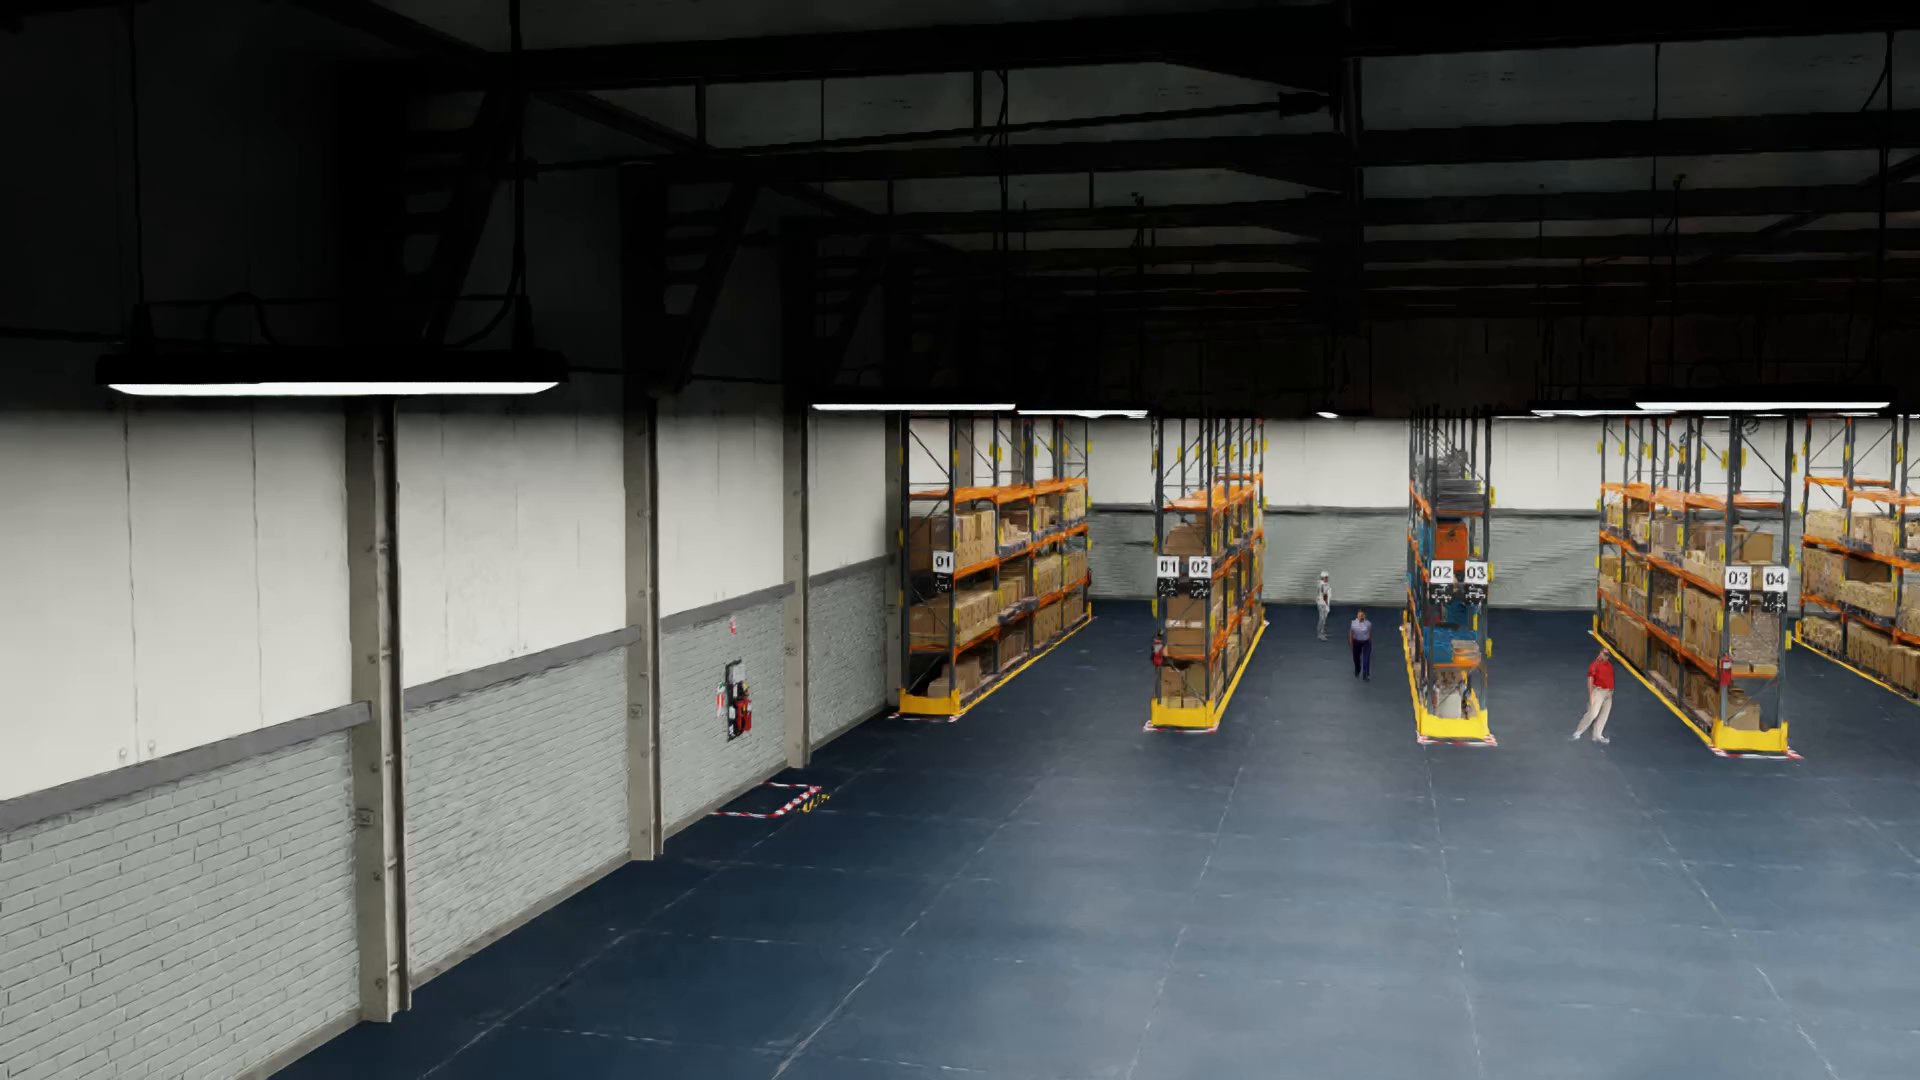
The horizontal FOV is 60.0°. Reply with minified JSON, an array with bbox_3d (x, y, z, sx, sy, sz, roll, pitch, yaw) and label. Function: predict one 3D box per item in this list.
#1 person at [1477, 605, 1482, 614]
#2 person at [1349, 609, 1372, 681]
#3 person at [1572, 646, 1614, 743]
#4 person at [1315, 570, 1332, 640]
[{"bbox_3d":[15.307,1.393,49.284,0.625,1.611,0.582,1,4,11],"label":"person"},{"bbox_3d":[8.848,2.291,36.745,0.479,1.567,1.080,1,4,16],"label":"person"},{"bbox_3d":[11.279,2.742,29.574,0.724,1.718,0.546,-2,5,-27],"label":"person"},{"bbox_3d":[9.562,1.689,43.556,0.480,1.787,0.628,0,4,-3],"label":"person"}]
